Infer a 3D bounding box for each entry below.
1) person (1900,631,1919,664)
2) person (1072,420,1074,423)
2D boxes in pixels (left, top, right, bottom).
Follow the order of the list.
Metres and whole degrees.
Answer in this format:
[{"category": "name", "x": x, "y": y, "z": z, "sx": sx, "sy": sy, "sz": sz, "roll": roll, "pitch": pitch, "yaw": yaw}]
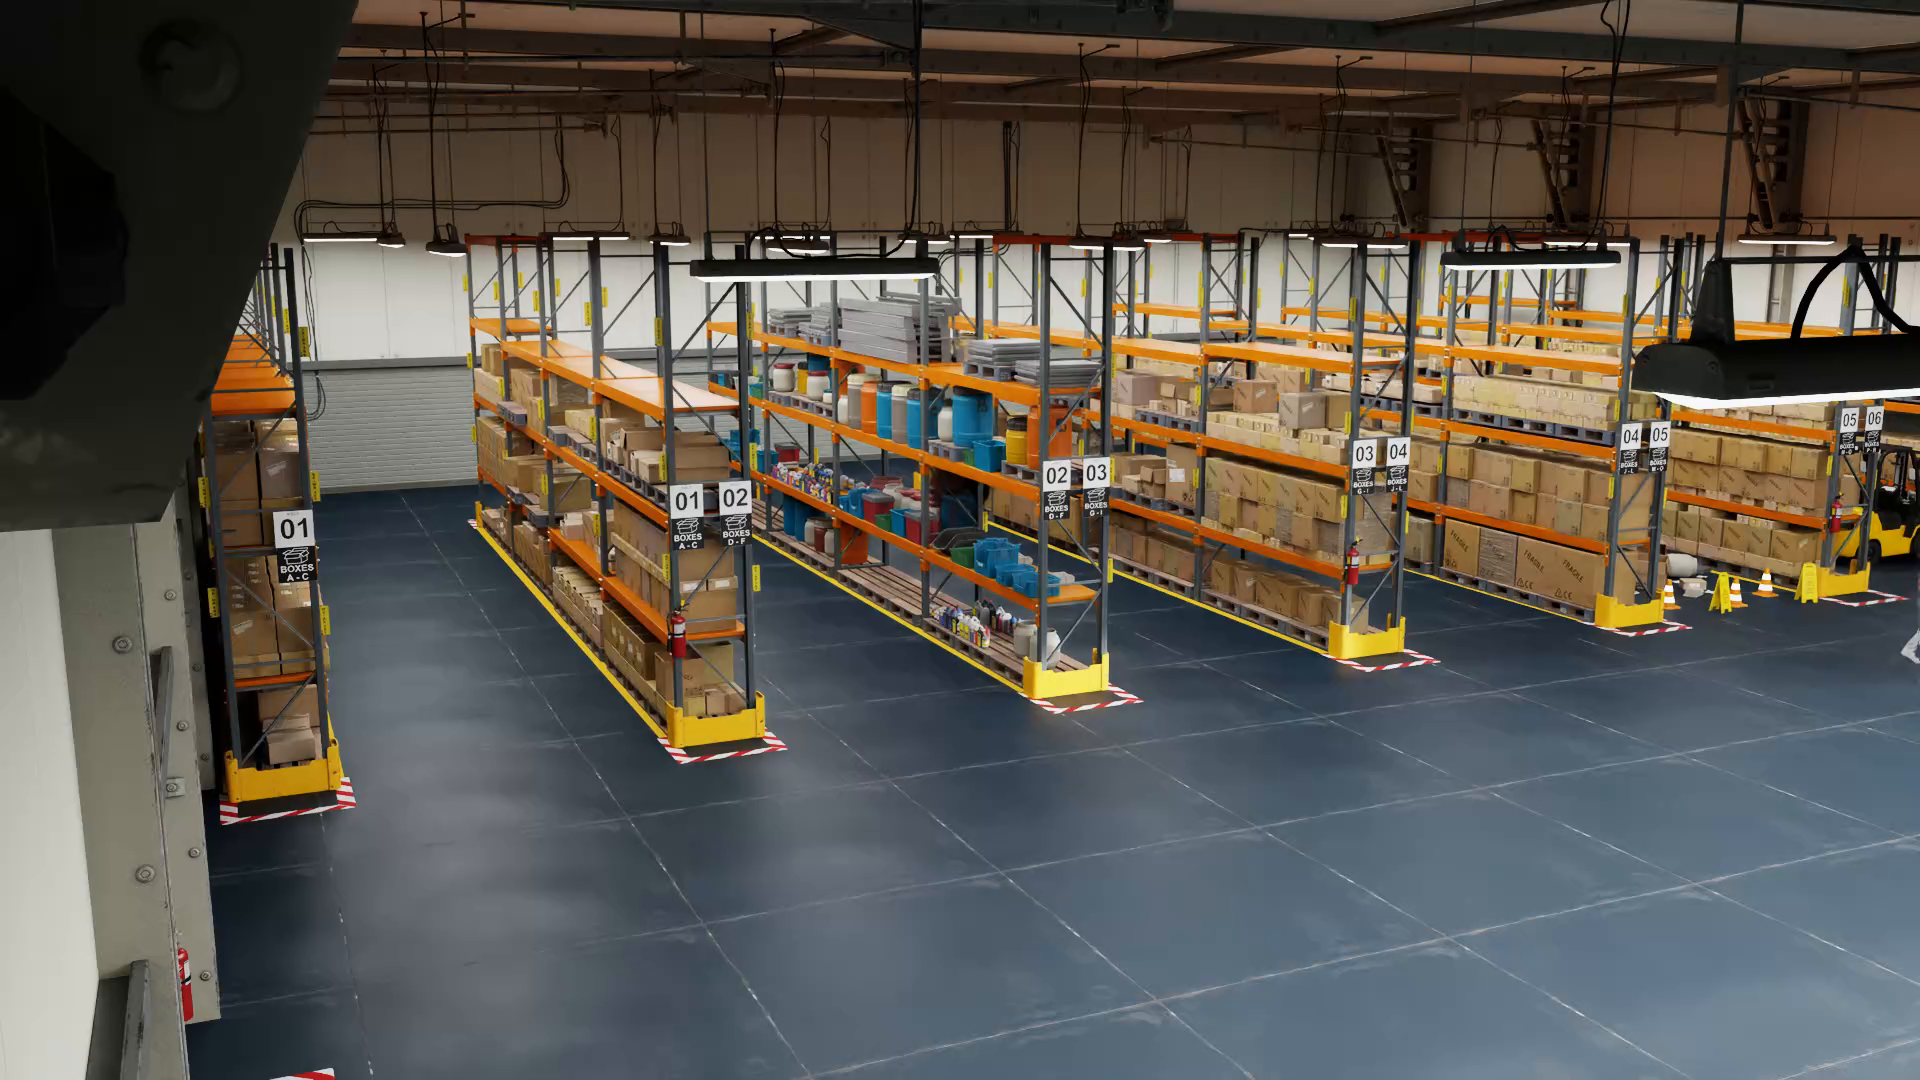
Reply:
[{"category": "person", "x": 13.838, "y": 0.954, "z": 23.394, "sx": 0.925, "sy": 1.805, "sz": 0.677, "roll": 5, "pitch": 12, "yaw": 23}, {"category": "person", "x": 2.554, "y": -2.099, "z": 39.777, "sx": 0.667, "sy": 1.597, "sz": 0.559, "roll": -1, "pitch": 11, "yaw": -7}]
